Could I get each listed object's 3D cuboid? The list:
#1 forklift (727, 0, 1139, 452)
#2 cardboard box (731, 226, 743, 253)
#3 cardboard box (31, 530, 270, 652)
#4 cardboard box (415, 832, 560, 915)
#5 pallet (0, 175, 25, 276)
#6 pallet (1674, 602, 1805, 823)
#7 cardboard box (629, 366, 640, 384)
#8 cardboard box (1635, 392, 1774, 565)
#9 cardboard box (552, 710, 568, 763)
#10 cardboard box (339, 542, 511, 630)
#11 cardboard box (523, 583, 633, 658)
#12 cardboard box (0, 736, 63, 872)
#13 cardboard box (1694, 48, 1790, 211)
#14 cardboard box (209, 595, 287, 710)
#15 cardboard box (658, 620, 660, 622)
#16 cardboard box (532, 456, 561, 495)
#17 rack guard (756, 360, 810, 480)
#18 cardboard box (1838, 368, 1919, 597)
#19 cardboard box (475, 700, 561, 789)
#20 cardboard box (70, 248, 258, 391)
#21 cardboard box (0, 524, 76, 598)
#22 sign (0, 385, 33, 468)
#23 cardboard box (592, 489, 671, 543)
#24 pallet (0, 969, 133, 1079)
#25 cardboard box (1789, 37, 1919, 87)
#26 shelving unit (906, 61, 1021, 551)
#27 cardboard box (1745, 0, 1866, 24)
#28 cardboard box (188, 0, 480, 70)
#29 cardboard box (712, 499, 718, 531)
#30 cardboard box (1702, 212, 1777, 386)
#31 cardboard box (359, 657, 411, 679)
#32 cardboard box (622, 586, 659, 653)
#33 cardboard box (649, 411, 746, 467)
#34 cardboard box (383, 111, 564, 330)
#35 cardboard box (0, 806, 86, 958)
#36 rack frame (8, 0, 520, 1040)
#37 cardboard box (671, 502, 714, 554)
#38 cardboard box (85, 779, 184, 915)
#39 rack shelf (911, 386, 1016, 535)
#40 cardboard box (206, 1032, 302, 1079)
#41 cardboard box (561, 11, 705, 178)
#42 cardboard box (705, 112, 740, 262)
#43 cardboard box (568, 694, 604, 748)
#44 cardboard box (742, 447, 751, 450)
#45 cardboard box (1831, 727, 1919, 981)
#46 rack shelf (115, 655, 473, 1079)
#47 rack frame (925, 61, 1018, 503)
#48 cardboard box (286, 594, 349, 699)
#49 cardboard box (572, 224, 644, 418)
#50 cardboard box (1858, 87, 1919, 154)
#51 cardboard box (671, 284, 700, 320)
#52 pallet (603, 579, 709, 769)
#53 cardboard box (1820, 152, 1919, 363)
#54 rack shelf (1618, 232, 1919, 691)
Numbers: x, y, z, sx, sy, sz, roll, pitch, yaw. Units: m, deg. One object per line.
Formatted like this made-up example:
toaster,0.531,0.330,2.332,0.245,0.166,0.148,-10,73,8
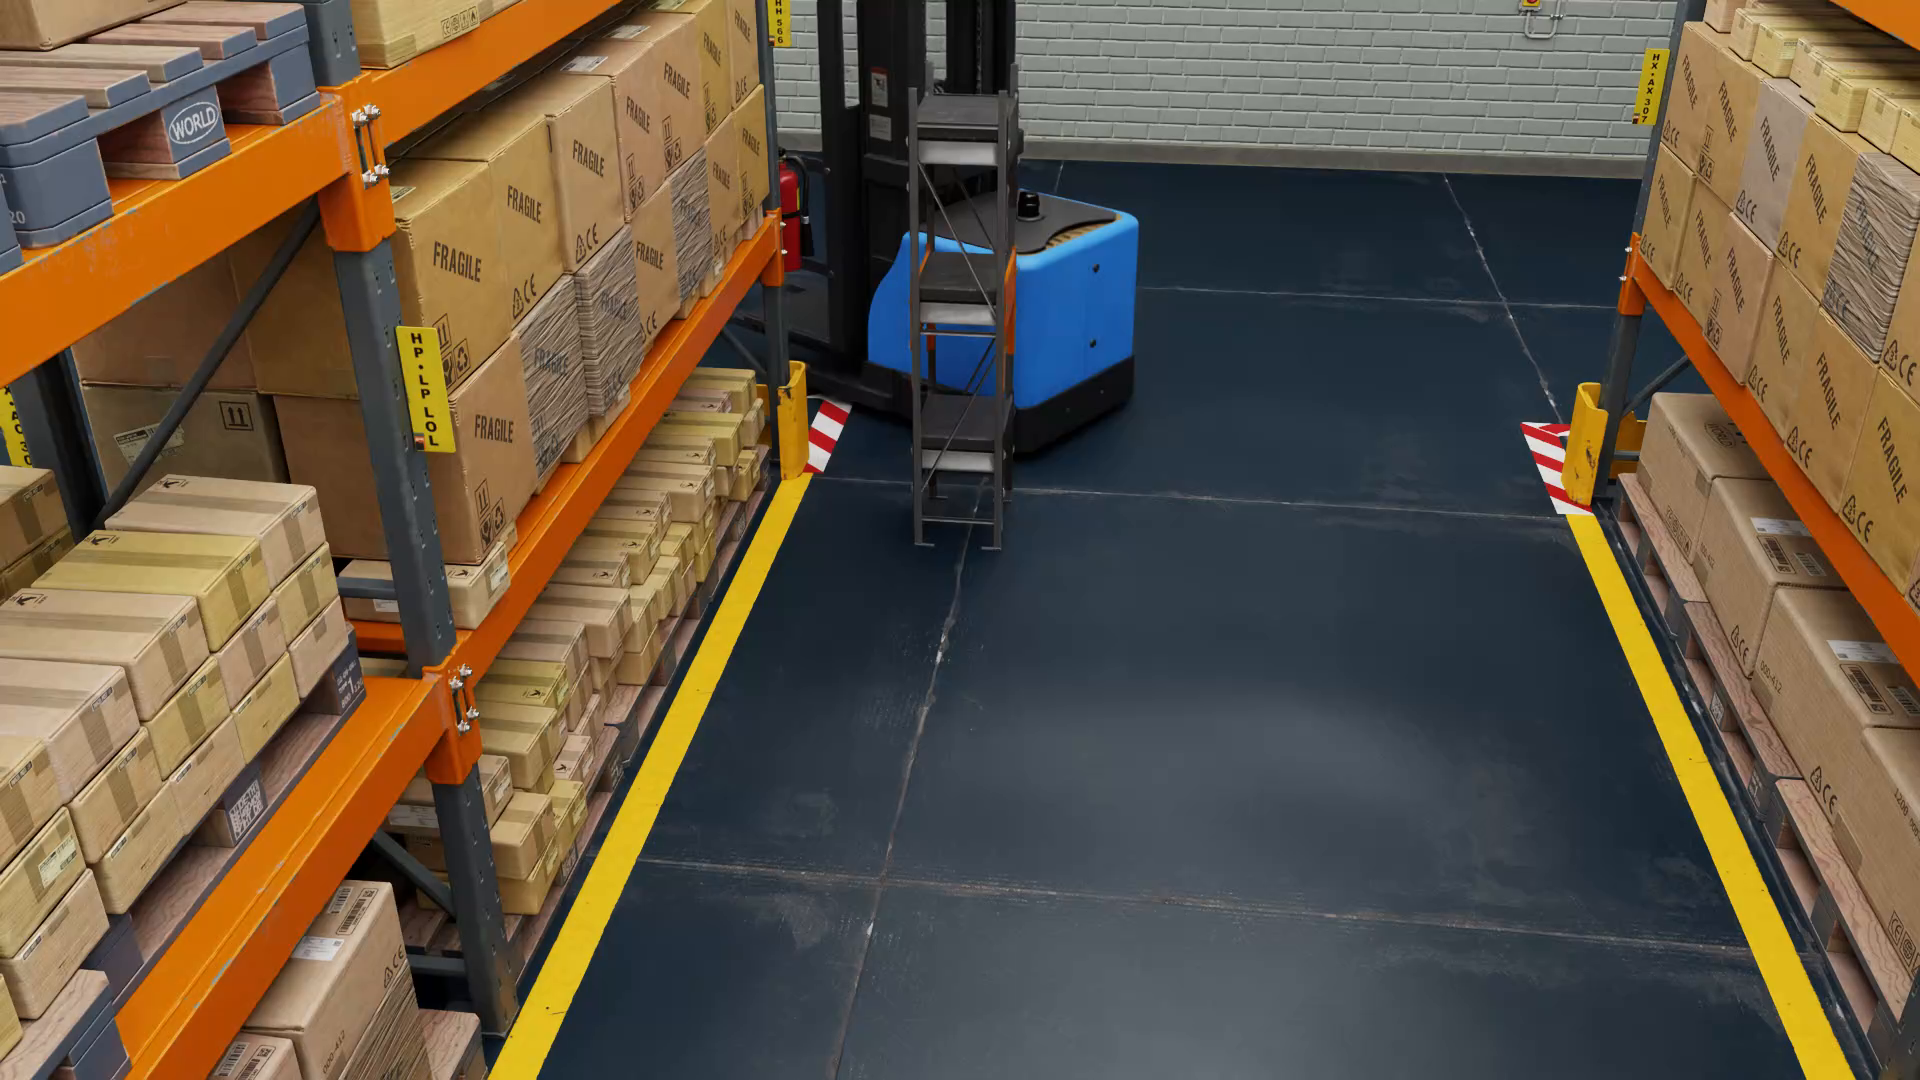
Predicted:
forklift,-0.516,-2.297,8.923,3.031,2.935,1.130,21,35,34
cardboard box,-1.185,-1.371,7.398,0.380,0.149,0.250,3,28,6
cardboard box,-1.736,0.107,3.584,0.380,0.149,0.250,3,28,5
cardboard box,-1.485,1.034,5.232,0.380,0.149,0.250,2,28,4
pallet,-2.154,-0.349,2.270,1.213,0.211,1.003,3,28,6
pallet,3.395,0.655,6.312,1.003,0.211,1.213,3,28,6
cardboard box,-1.389,-0.639,6.039,0.380,0.149,0.250,4,29,8
cardboard box,3.585,-0.267,7.342,0.875,0.438,0.875,2,28,4
cardboard box,-1.550,0.662,5.608,0.380,0.149,0.250,3,28,6
cardboard box,-1.489,0.112,4.644,0.380,0.149,0.250,4,29,8
cardboard box,-1.404,0.287,5.990,0.380,0.149,0.250,4,29,7
cardboard box,-1.835,0.467,2.915,0.380,0.149,0.250,2,28,5
cardboard box,3.169,-1.558,6.319,0.500,0.500,0.500,3,28,5
cardboard box,-1.732,0.234,3.662,0.380,0.149,0.250,4,29,7
cardboard box,-1.410,0.292,6.608,0.380,0.149,0.250,4,29,8
cardboard box,-1.511,-0.270,5.353,0.380,0.149,0.250,2,28,4
rack guard,-1.367,-0.631,8.393,1.175,0.500,0.348,3,28,6
cardboard box,2.938,-0.163,4.785,0.500,0.500,0.500,3,28,5
cardboard box,-1.508,0.648,5.320,0.380,0.149,0.250,5,29,9
cardboard box,-2.059,-0.736,4.480,0.500,0.500,0.500,2,28,4
cardboard box,-2.353,0.070,3.967,0.380,0.149,0.250,4,29,7
sign,-2.388,-0.293,4.218,0.100,0.325,0.005,3,28,6
cardboard box,-1.380,-0.085,6.681,0.380,0.149,0.250,2,28,4
pallet,-2.136,1.149,2.656,1.003,0.211,1.213,3,28,6
cardboard box,3.147,-1.651,5.808,0.380,0.149,0.250,4,29,7
shelving unit,0.020,-1.002,7.397,0.431,2.100,0.503,3,28,6
cardboard box,3.287,-2.018,6.489,0.380,0.149,0.250,4,29,7
cardboard box,-1.530,-1.341,4.072,0.500,0.250,0.500,5,29,9
cardboard box,-1.282,-0.073,7.287,0.380,0.149,0.250,4,29,7
cardboard box,3.109,-0.883,6.121,0.500,0.500,0.500,3,28,6
cardboard box,-2.048,0.502,5.592,0.380,0.149,0.250,3,28,6
cardboard box,-1.363,0.292,6.295,0.380,0.149,0.250,3,28,6
cardboard box,-1.165,-0.450,7.359,0.380,0.149,0.250,3,28,5
cardboard box,-1.503,-0.942,4.863,0.500,0.500,0.500,3,28,5
cardboard box,-1.828,0.602,2.979,0.380,0.149,0.250,2,28,4
rack frame,-1.848,0.116,4.372,1.000,3.000,0.127,3,28,6
cardboard box,-1.252,-0.073,6.973,0.380,0.149,0.250,4,29,7
cardboard box,-1.795,0.598,3.300,0.380,0.149,0.250,2,28,4
rack shelf,0.020,-0.374,7.735,0.431,0.518,0.480,3,28,6
cardboard box,-1.765,1.308,3.562,0.500,0.250,0.500,5,29,9
cardboard box,-1.284,-1.668,6.211,0.500,0.500,0.500,5,29,9
cardboard box,-1.226,-1.473,6.903,0.500,0.500,0.500,3,28,5
cardboard box,-1.492,0.666,5.914,0.380,0.149,0.250,3,28,5
cardboard box,-1.216,-0.437,7.961,0.380,0.149,0.250,4,29,7
cardboard box,3.260,1.010,4.971,0.875,0.438,0.875,3,28,5
rack shelf,-2.093,1.374,2.795,1.077,0.370,4.000,3,28,6
rack frame,0.050,-1.117,7.610,0.400,2.100,0.015,3,28,6
cardboard box,-1.700,0.240,3.963,0.380,0.149,0.250,3,28,5
cardboard box,-1.387,-0.746,5.552,0.500,0.500,0.500,3,28,5
cardboard box,3.033,-1.292,5.141,0.380,0.149,0.250,3,28,6
cardboard box,-1.271,-1.009,6.724,0.380,0.149,0.250,2,28,4
pallet,-1.654,0.450,6.693,1.003,0.211,1.213,3,28,6
cardboard box,2.984,-0.845,4.996,0.500,0.500,0.500,4,29,7
rack shelf,3.322,-0.268,5.844,1.077,0.370,4.000,3,28,6
